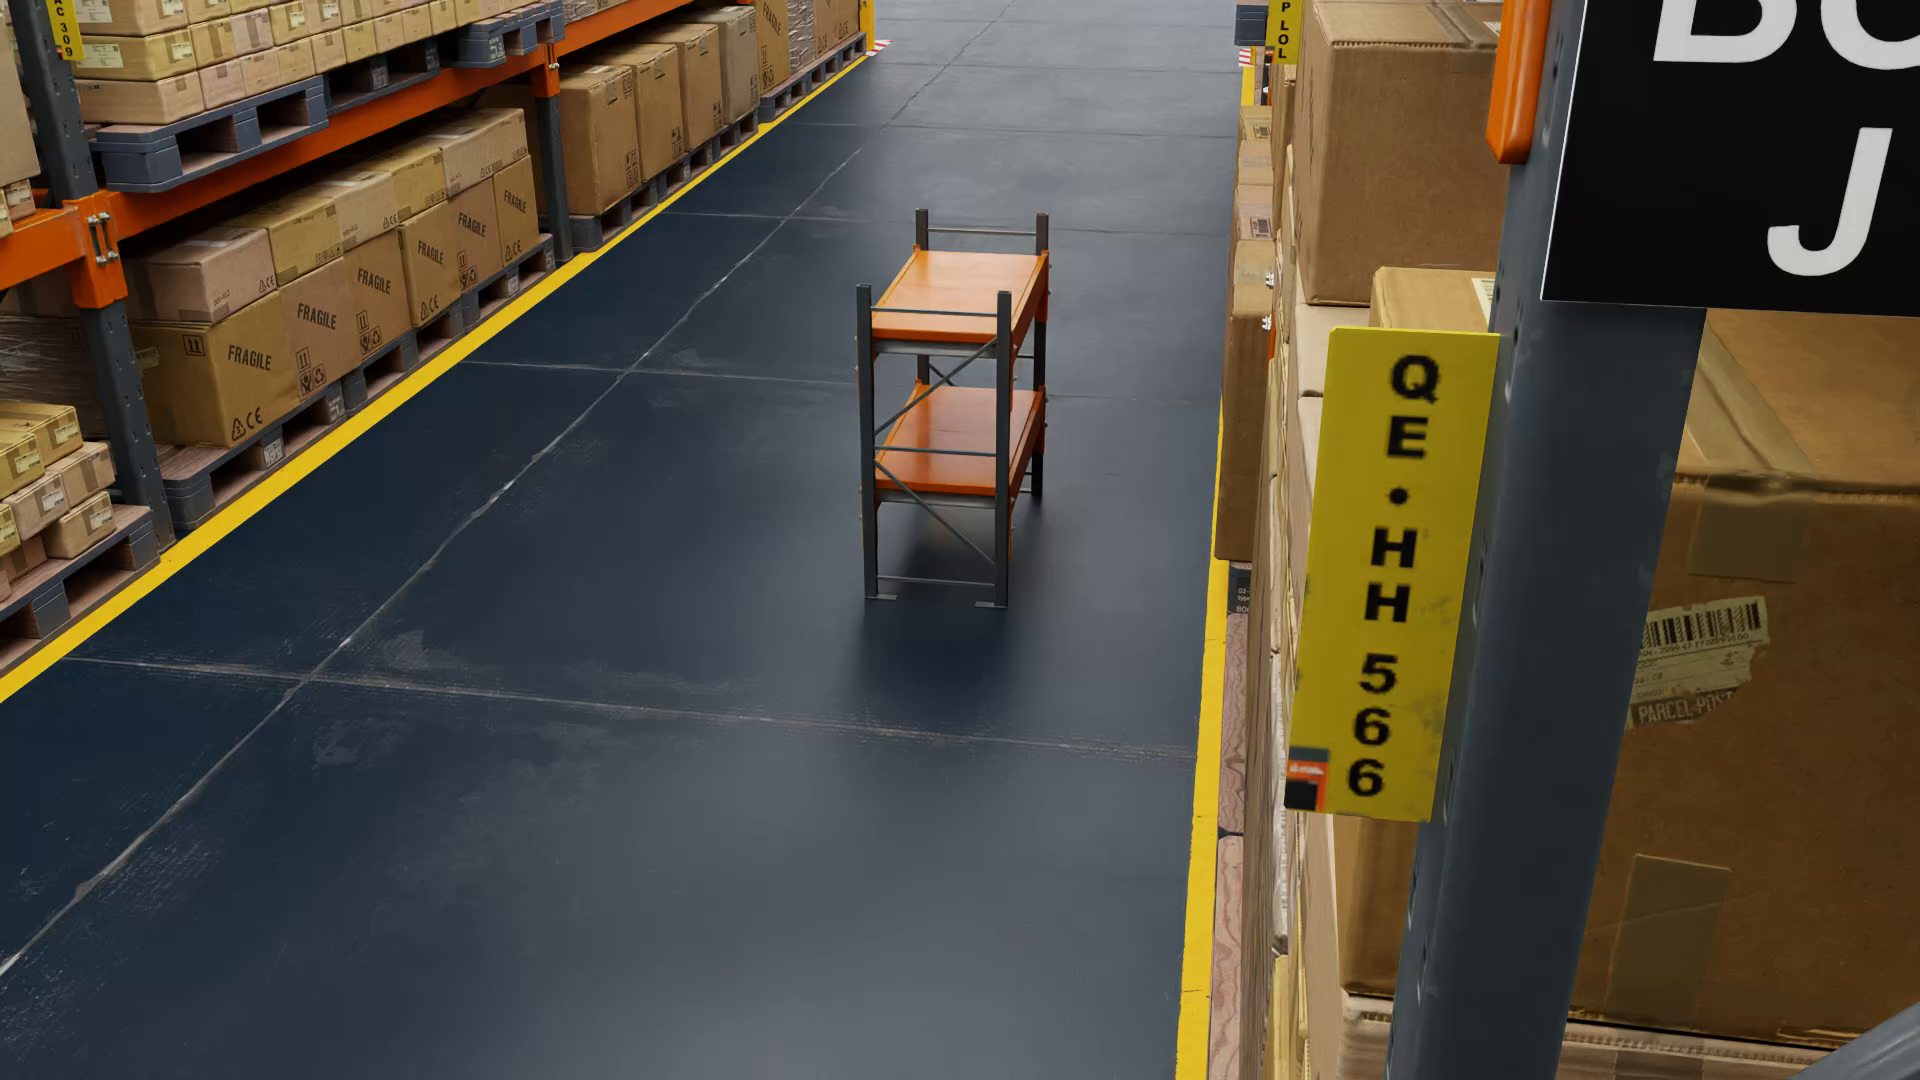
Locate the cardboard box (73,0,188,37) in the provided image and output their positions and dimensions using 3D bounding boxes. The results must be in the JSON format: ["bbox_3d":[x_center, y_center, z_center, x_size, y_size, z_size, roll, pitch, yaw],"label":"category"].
[{"bbox_3d":[-2.913,-1.833,5.726,0.380,0.149,0.250,5,26,11],"label":"cardboard box"}]

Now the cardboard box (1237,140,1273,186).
[{"bbox_3d":[1.813,-1.209,7.306,1.225,0.875,0.875,4,25,9],"label":"cardboard box"}]

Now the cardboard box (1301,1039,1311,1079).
[{"bbox_3d":[0.525,0.647,1.626,0.380,0.149,0.250,5,25,10],"label":"cardboard box"}]

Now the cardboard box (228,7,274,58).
[{"bbox_3d":[-2.831,-1.914,6.252,0.380,0.149,0.250,5,25,10],"label":"cardboard box"}]

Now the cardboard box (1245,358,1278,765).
[{"bbox_3d":[1.259,0.075,4.563,0.875,0.875,0.875,4,25,9],"label":"cardboard box"}]

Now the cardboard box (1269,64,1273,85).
[{"bbox_3d":[1.669,-2.286,7.477,0.500,0.500,0.500,3,25,7],"label":"cardboard box"}]

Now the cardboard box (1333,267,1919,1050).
[{"bbox_3d":[0.612,0.077,1.490,0.500,0.500,0.500,4,25,9],"label":"cardboard box"}]

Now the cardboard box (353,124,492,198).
[{"bbox_3d":[-2.702,-1.908,8.357,0.500,0.250,0.500,4,25,9],"label":"cardboard box"}]

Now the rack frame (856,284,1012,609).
[{"bbox_3d":[-0.084,-0.294,5.551,0.500,1.125,0.032,4,25,9],"label":"rack frame"}]

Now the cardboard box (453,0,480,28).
[{"bbox_3d":[-2.533,-2.550,7.960,0.380,0.149,0.250,4,25,8],"label":"cardboard box"}]

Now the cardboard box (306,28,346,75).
[{"bbox_3d":[-2.745,-1.995,6.775,0.380,0.149,0.250,3,25,6],"label":"cardboard box"}]

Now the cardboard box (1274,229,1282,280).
[{"bbox_3d":[1.069,-0.753,4.618,0.380,0.149,0.250,4,25,9],"label":"cardboard box"}]

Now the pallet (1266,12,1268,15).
[{"bbox_3d":[2.382,-3.385,10.169,1.003,0.211,1.213,4,25,9],"label":"pallet"}]

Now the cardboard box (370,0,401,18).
[{"bbox_3d":[-2.659,-2.352,7.187,0.380,0.149,0.250,4,25,7],"label":"cardboard box"}]

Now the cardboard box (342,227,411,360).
[{"bbox_3d":[-2.892,-1.144,7.609,0.500,0.500,0.500,4,25,9],"label":"cardboard box"}]

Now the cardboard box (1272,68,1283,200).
[{"bbox_3d":[1.340,-1.434,5.658,0.500,0.500,0.500,5,26,10],"label":"cardboard box"}]

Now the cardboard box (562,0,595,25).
[{"bbox_3d":[-2.438,-3.241,9.518,0.500,0.500,0.500,4,25,9],"label":"cardboard box"}]

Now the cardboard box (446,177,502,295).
[{"bbox_3d":[-2.716,-1.575,8.529,0.500,0.500,0.500,5,26,11],"label":"cardboard box"}]

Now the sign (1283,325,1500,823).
[{"bbox_3d":[0.259,0.030,1.003,0.100,0.325,0.005,4,25,9],"label":"sign"}]

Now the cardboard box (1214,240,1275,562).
[{"bbox_3d":[1.531,-0.465,5.716,1.225,0.875,0.875,4,25,9],"label":"cardboard box"}]

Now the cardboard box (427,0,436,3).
[{"bbox_3d":[-2.576,-2.569,7.651,0.380,0.149,0.250,4,25,8],"label":"cardboard box"}]

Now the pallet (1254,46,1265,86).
[{"bbox_3d":[3.227,-4.355,15.304,1.003,0.211,1.213,4,25,9],"label":"pallet"}]

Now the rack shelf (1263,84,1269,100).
[{"bbox_3d":[2.426,-3.152,10.293,1.077,0.370,4.000,4,25,9],"label":"rack shelf"}]

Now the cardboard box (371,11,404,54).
[{"bbox_3d":[-2.661,-2.215,7.244,0.380,0.149,0.250,3,25,6],"label":"cardboard box"}]

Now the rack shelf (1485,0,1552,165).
[{"bbox_3d":[1.119,-1.164,2.509,1.077,0.370,4.000,4,25,9],"label":"rack shelf"}]

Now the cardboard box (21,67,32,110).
[{"bbox_3d":[-3.562,-1.610,5.952,0.380,0.149,0.250,3,25,7],"label":"cardboard box"}]

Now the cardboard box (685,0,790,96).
[{"bbox_3d":[-1.952,-4.186,13.665,0.875,0.875,0.875,4,25,9],"label":"cardboard box"}]

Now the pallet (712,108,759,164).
[{"bbox_3d":[-2.175,-3.109,12.643,1.003,0.211,1.213,4,25,9],"label":"pallet"}]

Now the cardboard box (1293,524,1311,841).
[{"bbox_3d":[0.693,0.205,2.100,0.500,0.250,0.500,4,25,8],"label":"cardboard box"}]

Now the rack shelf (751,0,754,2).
[{"bbox_3d":[-1.797,-5.210,14.692,1.077,0.370,4.000,4,25,9],"label":"rack shelf"}]

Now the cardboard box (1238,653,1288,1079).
[{"bbox_3d":[0.966,0.823,2.964,0.875,0.875,0.875,4,25,9],"label":"cardboard box"}]

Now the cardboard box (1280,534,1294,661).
[{"bbox_3d":[0.733,0.111,2.770,0.380,0.149,0.250,4,25,9],"label":"cardboard box"}]

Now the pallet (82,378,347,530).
[{"bbox_3d":[-3.305,-0.417,6.891,1.003,0.211,1.213,4,25,9],"label":"pallet"}]

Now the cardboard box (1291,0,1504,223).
[{"bbox_3d":[1.027,-0.986,3.760,0.500,0.500,0.500,4,25,9],"label":"cardboard box"}]

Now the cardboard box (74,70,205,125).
[{"bbox_3d":[-2.913,-1.563,5.852,0.380,0.149,0.250,3,25,6],"label":"cardboard box"}]

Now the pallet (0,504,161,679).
[{"bbox_3d":[-3.506,0.192,5.590,1.003,0.211,1.213,4,25,9],"label":"pallet"}]

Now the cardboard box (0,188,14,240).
[{"bbox_3d":[-3.181,-0.989,5.121,0.380,0.149,0.250,3,25,7],"label":"cardboard box"}]

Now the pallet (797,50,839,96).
[{"bbox_3d":[-1.725,-4.261,15.104,1.003,0.211,1.213,4,25,9],"label":"pallet"}]

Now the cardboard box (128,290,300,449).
[{"bbox_3d":[-3.049,-0.703,6.666,0.500,0.500,0.500,5,26,11],"label":"cardboard box"}]

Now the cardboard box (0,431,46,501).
[{"bbox_3d":[-3.235,-0.246,5.403,0.380,0.149,0.250,4,25,9],"label":"cardboard box"}]

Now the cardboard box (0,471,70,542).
[{"bbox_3d":[-3.201,-0.120,5.484,0.380,0.149,0.250,3,25,6],"label":"cardboard box"}]

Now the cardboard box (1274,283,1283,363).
[{"bbox_3d":[0.984,-0.533,4.148,0.380,0.149,0.250,5,26,10],"label":"cardboard box"}]

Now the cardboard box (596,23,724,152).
[{"bbox_3d":[-2.298,-3.202,11.711,1.050,0.750,0.750,4,25,9],"label":"cardboard box"}]

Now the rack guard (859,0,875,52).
[{"bbox_3d":[-1.466,-5.251,16.878,1.175,0.500,0.348,4,25,9],"label":"rack guard"}]

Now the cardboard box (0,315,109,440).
[{"bbox_3d":[-3.559,-0.739,6.744,0.500,0.500,0.500,4,25,8],"label":"cardboard box"}]

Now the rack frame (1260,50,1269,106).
[{"bbox_3d":[2.753,-4.314,11.928,1.000,3.000,0.127,4,25,9],"label":"rack frame"}]

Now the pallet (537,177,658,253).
[{"bbox_3d":[-2.574,-2.088,10.463,1.003,0.211,1.213,4,25,9],"label":"pallet"}]

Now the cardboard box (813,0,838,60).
[{"bbox_3d":[-1.657,-4.944,15.285,0.875,0.875,0.875,4,25,8],"label":"cardboard box"}]

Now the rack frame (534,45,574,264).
[{"bbox_3d":[-2.777,-3.027,9.178,1.000,3.000,0.127,4,25,9],"label":"rack frame"}]

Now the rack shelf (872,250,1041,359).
[{"bbox_3d":[-0.001,-0.838,5.850,0.459,0.093,0.952,4,25,9],"label":"rack shelf"}]

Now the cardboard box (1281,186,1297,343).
[{"bbox_3d":[1.024,-0.649,3.924,0.500,0.250,0.500,4,25,8],"label":"cardboard box"}]

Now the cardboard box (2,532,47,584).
[{"bbox_3d":[-3.284,0.038,5.499,0.380,0.149,0.250,5,25,10],"label":"cardboard box"}]

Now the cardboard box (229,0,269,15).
[{"bbox_3d":[-2.829,-2.057,6.205,0.380,0.149,0.250,4,25,9],"label":"cardboard box"}]

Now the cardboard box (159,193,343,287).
[{"bbox_3d":[-2.965,-1.265,6.983,0.500,0.250,0.500,5,25,10],"label":"cardboard box"}]

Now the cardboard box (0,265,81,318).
[{"bbox_3d":[-3.559,-1.081,6.589,0.500,0.250,0.500,3,25,7],"label":"cardboard box"}]

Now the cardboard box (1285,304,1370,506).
[{"bbox_3d":[0.857,-0.226,3.021,0.500,0.250,0.500,4,25,9],"label":"cardboard box"}]

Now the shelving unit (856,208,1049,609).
[{"bbox_3d":[-0.001,-0.507,6.006,0.538,1.125,1.048,4,25,9],"label":"shelving unit"}]

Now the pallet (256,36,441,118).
[{"bbox_3d":[-3.061,-2.109,7.444,1.003,0.211,1.213,4,25,9],"label":"pallet"}]
